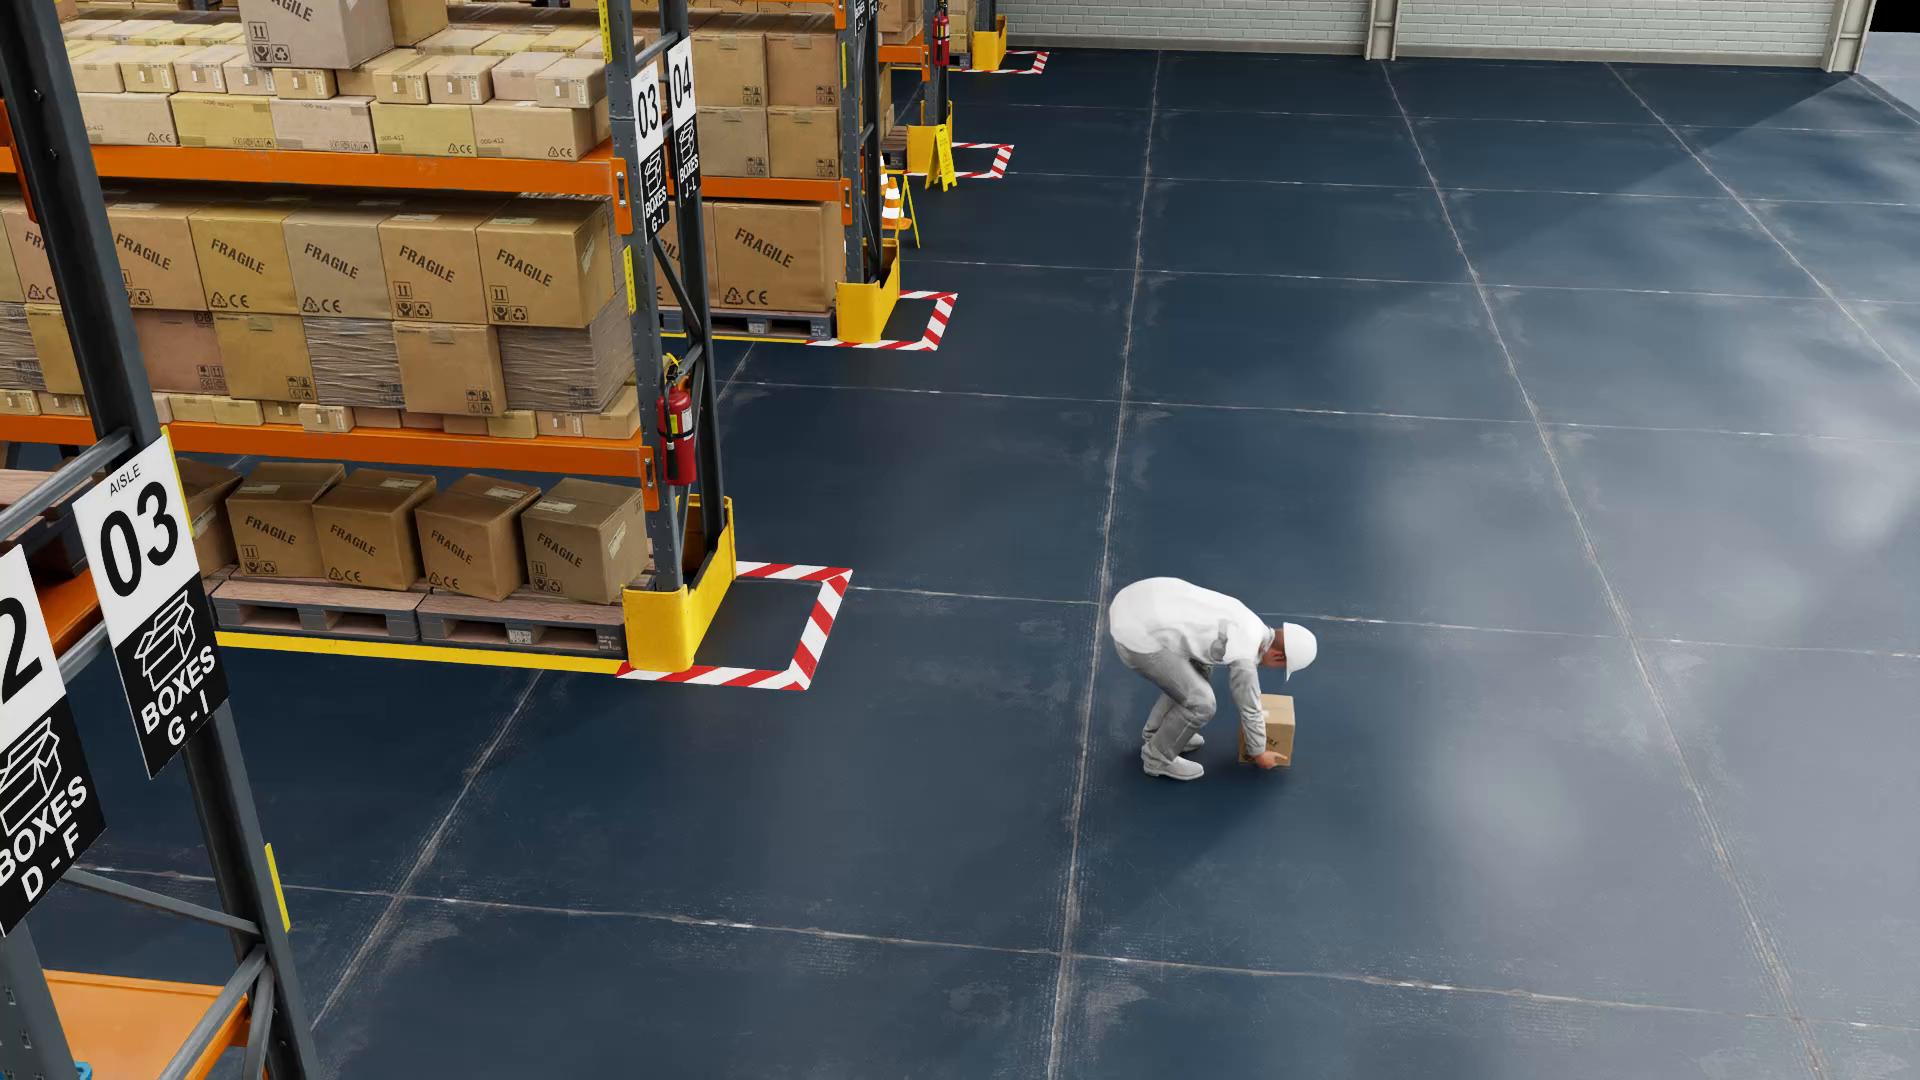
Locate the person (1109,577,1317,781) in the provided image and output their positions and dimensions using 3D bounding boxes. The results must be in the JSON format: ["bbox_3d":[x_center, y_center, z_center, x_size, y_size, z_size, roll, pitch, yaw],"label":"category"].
[{"bbox_3d":[1.221,0.667,8.153,0.999,1.013,0.482,2,28,4],"label":"person"}]
